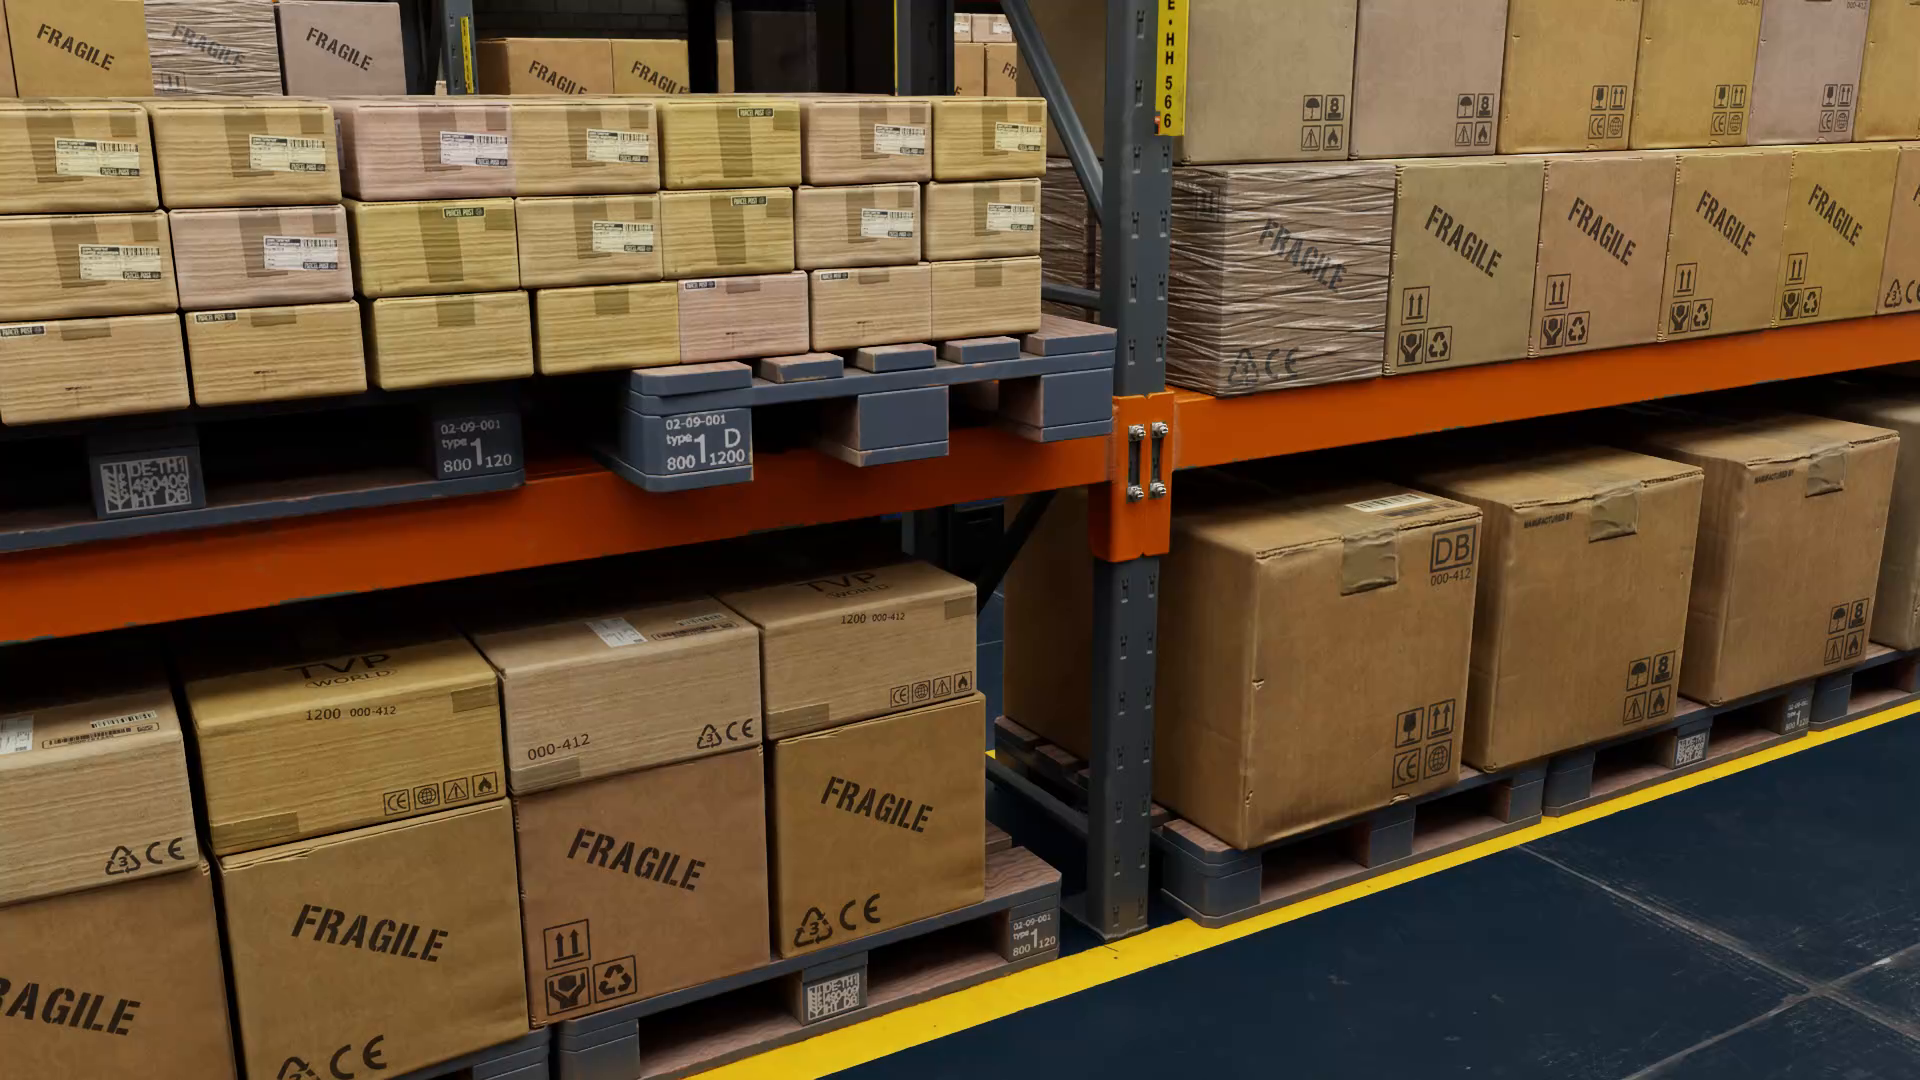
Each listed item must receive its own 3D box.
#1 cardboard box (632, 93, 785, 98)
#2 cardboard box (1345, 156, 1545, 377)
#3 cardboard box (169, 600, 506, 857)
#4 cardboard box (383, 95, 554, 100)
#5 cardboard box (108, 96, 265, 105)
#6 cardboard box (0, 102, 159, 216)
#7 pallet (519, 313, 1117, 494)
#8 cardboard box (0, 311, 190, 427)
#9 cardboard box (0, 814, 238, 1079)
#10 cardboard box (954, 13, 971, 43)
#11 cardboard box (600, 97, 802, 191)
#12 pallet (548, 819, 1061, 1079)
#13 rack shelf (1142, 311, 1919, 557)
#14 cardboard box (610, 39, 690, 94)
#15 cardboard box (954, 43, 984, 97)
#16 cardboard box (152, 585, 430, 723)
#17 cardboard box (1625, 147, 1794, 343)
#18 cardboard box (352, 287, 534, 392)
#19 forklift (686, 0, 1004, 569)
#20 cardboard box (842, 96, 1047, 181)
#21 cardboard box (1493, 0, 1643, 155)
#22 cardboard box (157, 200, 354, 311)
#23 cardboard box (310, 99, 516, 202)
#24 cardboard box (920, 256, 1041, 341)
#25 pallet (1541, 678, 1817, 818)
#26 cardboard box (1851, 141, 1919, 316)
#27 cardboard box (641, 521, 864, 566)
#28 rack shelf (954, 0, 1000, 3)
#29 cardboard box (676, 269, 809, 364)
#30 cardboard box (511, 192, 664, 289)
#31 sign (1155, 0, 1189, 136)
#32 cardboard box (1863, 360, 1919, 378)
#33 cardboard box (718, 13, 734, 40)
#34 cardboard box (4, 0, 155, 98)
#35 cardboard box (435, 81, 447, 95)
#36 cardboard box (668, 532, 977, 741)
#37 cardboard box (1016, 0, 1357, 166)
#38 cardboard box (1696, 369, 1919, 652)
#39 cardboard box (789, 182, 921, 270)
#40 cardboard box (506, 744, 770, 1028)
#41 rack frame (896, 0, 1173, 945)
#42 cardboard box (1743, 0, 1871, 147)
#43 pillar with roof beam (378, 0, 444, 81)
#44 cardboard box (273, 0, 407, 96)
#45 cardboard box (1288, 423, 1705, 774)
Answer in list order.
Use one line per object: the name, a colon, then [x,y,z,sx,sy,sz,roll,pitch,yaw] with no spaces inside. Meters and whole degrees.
cardboard box: [-0.579,-0.913,3.696,0.250,0.149,0.380,-10,18,-31]
cardboard box: [1.104,-0.723,4.245,0.500,0.500,0.500,-9,18,-30]
cardboard box: [-1.177,0.333,3.130,0.500,0.250,0.500,-9,18,-28]
cardboard box: [-1.019,-0.844,3.447,0.250,0.149,0.380,-10,19,-32]
cardboard box: [-1.476,-0.768,3.179,0.250,0.149,0.380,-9,18,-28]
cardboard box: [-1.372,-0.581,2.512,0.250,0.149,0.380,-9,18,-28]
pallet: [-0.411,-0.387,3.589,1.003,0.211,1.213,-9,18,-30]
cardboard box: [-1.375,-0.294,2.588,0.250,0.149,0.380,-10,19,-32]
cardboard box: [-1.619,0.763,2.983,0.500,0.500,0.500,-9,18,-29]
cardboard box: [-0.148,-2.738,8.902,0.250,0.149,0.380,-10,19,-32]
cardboard box: [-0.480,-0.726,3.027,0.250,0.149,0.380,-9,18,-28]
pallet: [-0.525,0.848,3.994,1.213,0.211,1.003,-9,18,-30]
rack shelf: [1.860,-0.535,5.093,4.000,0.370,1.077,-9,18,-30]
cardboard box: [-1.543,-2.211,8.226,0.500,0.500,0.500,-8,18,-27]
cardboard box: [-0.209,-2.427,8.997,0.500,0.500,0.500,-9,18,-28]
cardboard box: [-1.436,0.213,3.555,0.500,0.250,0.500,-9,18,-29]
cardboard box: [1.964,-0.861,4.740,0.500,0.500,0.500,-9,18,-30]
cardboard box: [-0.920,-0.368,2.852,0.250,0.149,0.380,-10,19,-32]
forklift: [-0.968,-1.234,6.380,3.031,2.935,1.130,-10,19,-33]
cardboard box: [-0.039,-0.797,3.280,0.250,0.149,0.380,-10,19,-32]
cardboard box: [1.407,-1.335,4.578,0.500,0.500,0.700,-10,18,-31]
cardboard box: [-1.148,-0.474,2.679,0.250,0.149,0.380,-9,18,-28]
cardboard box: [-0.916,-0.656,2.777,0.250,0.149,0.380,-9,18,-30]
cardboard box: [-0.041,-0.509,3.357,0.250,0.149,0.380,-9,18,-29]
pallet: [1.905,0.479,5.310,1.213,0.211,1.003,-9,18,-30]
cardboard box: [2.831,-1.003,5.244,0.500,0.500,0.500,-9,18,-30]
cardboard box: [-0.570,0.077,4.042,0.500,0.250,0.500,-10,19,-32]
rack shelf: [0.093,-4.814,14.802,4.000,0.370,1.077,-9,18,-30]
cardboard box: [-0.475,-0.440,3.108,0.250,0.149,0.380,-9,18,-29]
cardboard box: [-0.710,-0.544,2.930,0.250,0.149,0.380,-9,18,-30]
sign: [0.433,-0.998,3.415,0.005,0.325,0.100,-9,18,-30]
cardboard box: [4.149,-0.410,6.472,0.875,0.875,0.875,-9,18,-29]
cardboard box: [-1.233,-2.733,8.886,0.250,0.149,0.380,-10,19,-32]
cardboard box: [-3.664,-1.991,6.917,0.500,0.500,0.500,-9,18,-30]
cardboard box: [-3.972,-3.337,12.371,0.250,0.149,0.380,-9,18,-29]
cardboard box: [-0.306,0.193,3.628,0.500,0.250,0.500,-10,18,-31]
cardboard box: [0.535,-1.193,4.070,0.500,0.500,0.700,-9,18,-30]
cardboard box: [3.088,-0.171,5.853,0.750,0.750,1.050,-9,18,-30]
cardboard box: [-0.271,-0.616,3.187,0.250,0.149,0.380,-8,18,-28]
cardboard box: [-0.731,0.622,3.488,0.500,0.500,0.500,-8,18,-27]
rack frame: [0.145,-0.603,4.004,0.127,3.000,1.000,-9,18,-30]
cardboard box: [2.278,-1.476,5.081,0.500,0.500,0.700,-9,18,-29]
pillar with roof beam: [-2.180,-5.165,9.162,0.400,9.000,9.100,-9,18,-30]
cardboard box: [-2.799,-2.132,7.419,0.500,0.500,0.500,-10,18,-31]
cardboard box: [1.461,0.092,4.915,0.750,0.750,1.050,-9,18,-29]
